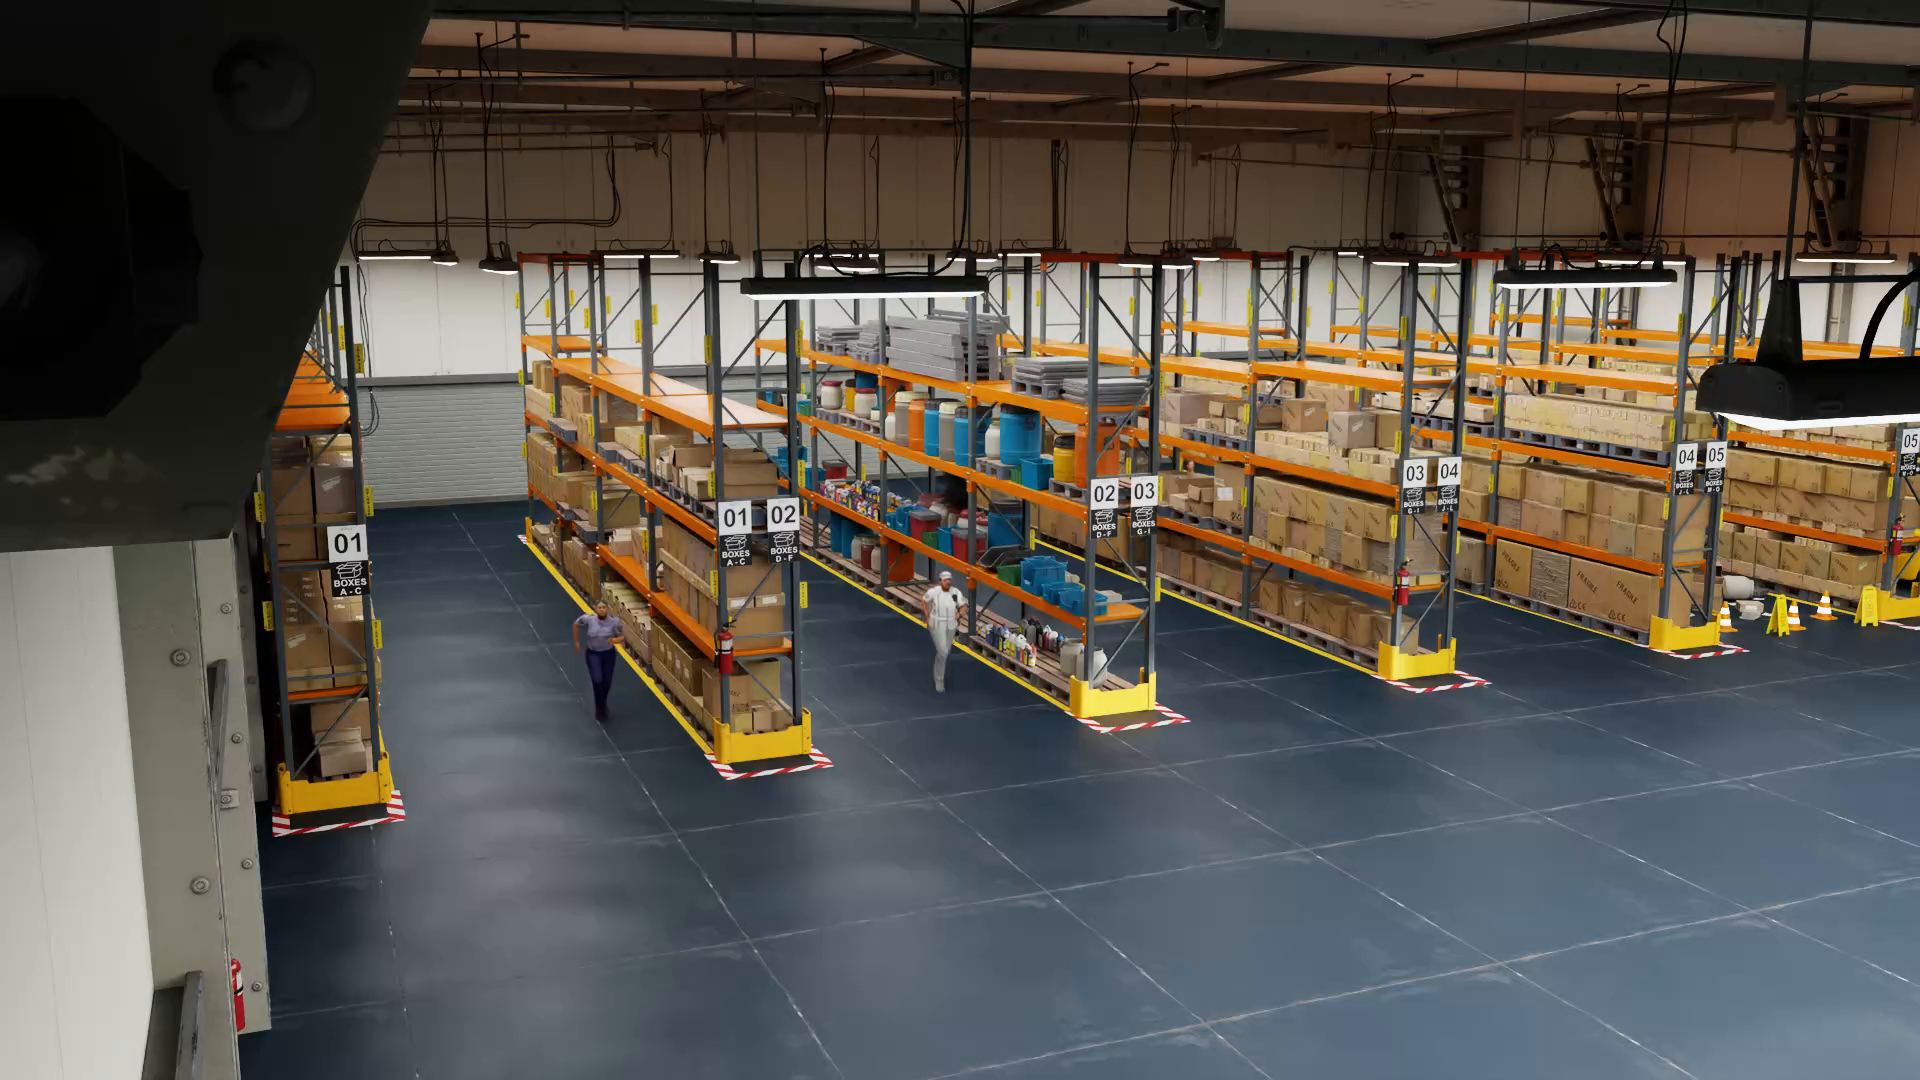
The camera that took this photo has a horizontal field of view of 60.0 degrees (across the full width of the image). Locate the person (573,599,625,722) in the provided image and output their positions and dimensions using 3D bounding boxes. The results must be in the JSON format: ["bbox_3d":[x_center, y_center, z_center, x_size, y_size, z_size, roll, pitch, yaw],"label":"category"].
[{"bbox_3d":[-4.748,1.571,21.960,0.630,1.632,0.795,-4,11,-19],"label":"person"}]

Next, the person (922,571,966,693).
[{"bbox_3d":[-0.212,1.257,23.590,0.596,1.675,0.728,-4,11,-19],"label":"person"}]

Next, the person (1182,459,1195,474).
[{"bbox_3d":[4.784,-0.889,35.214,0.529,1.696,0.887,-5,11,-24],"label":"person"}]
